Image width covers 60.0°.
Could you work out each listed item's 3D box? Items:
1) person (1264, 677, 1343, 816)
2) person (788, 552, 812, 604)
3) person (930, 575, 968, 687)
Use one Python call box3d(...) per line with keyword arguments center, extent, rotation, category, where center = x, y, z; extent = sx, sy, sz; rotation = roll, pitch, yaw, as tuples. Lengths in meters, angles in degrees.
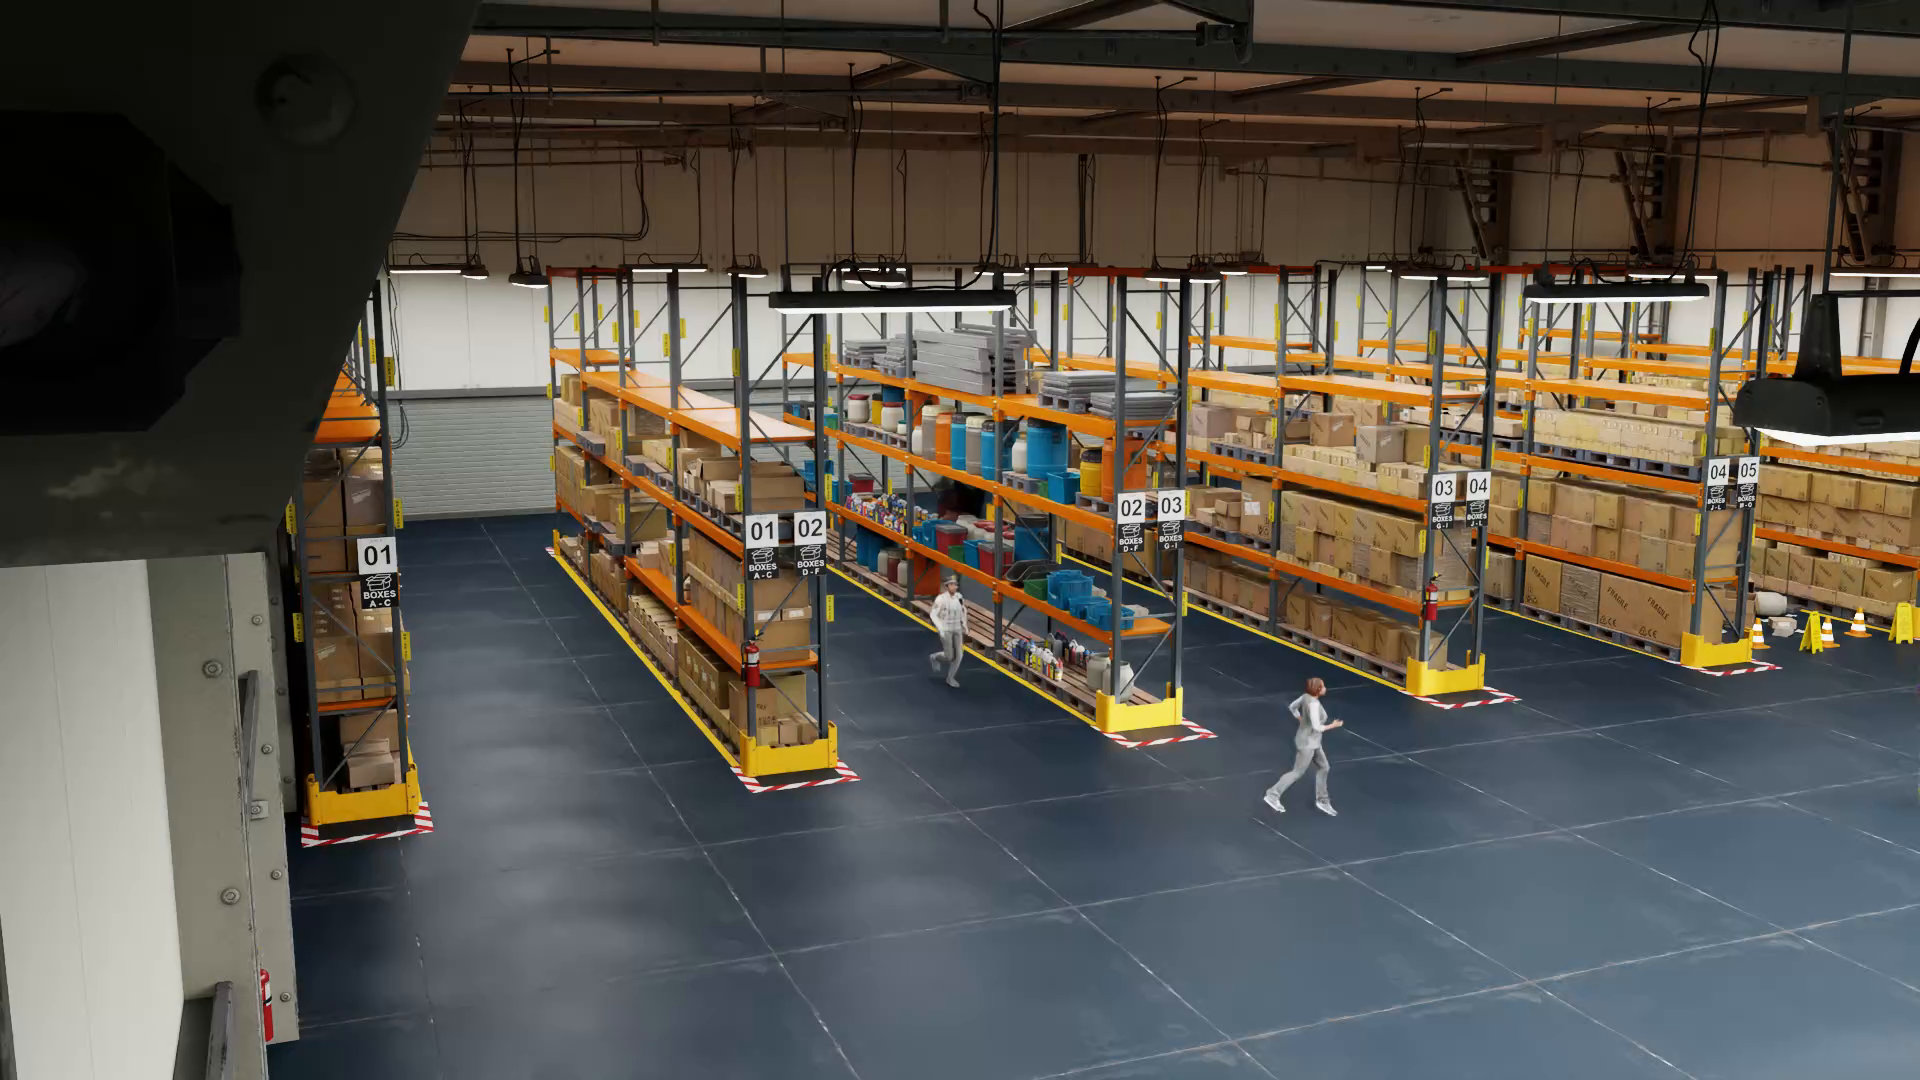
box3d(center=(3.864, 2.325, 18.719), extent=(0.851, 1.628, 0.548), rotation=(1, 10, 7), category="person")
box3d(center=(-2.797, 0.220, 29.030), extent=(0.556, 1.762, 0.690), rotation=(-6, 11, -29), category="person")
box3d(center=(-0.173, 1.296, 24.347), extent=(0.603, 1.649, 0.599), rotation=(-6, 11, -30), category="person")
